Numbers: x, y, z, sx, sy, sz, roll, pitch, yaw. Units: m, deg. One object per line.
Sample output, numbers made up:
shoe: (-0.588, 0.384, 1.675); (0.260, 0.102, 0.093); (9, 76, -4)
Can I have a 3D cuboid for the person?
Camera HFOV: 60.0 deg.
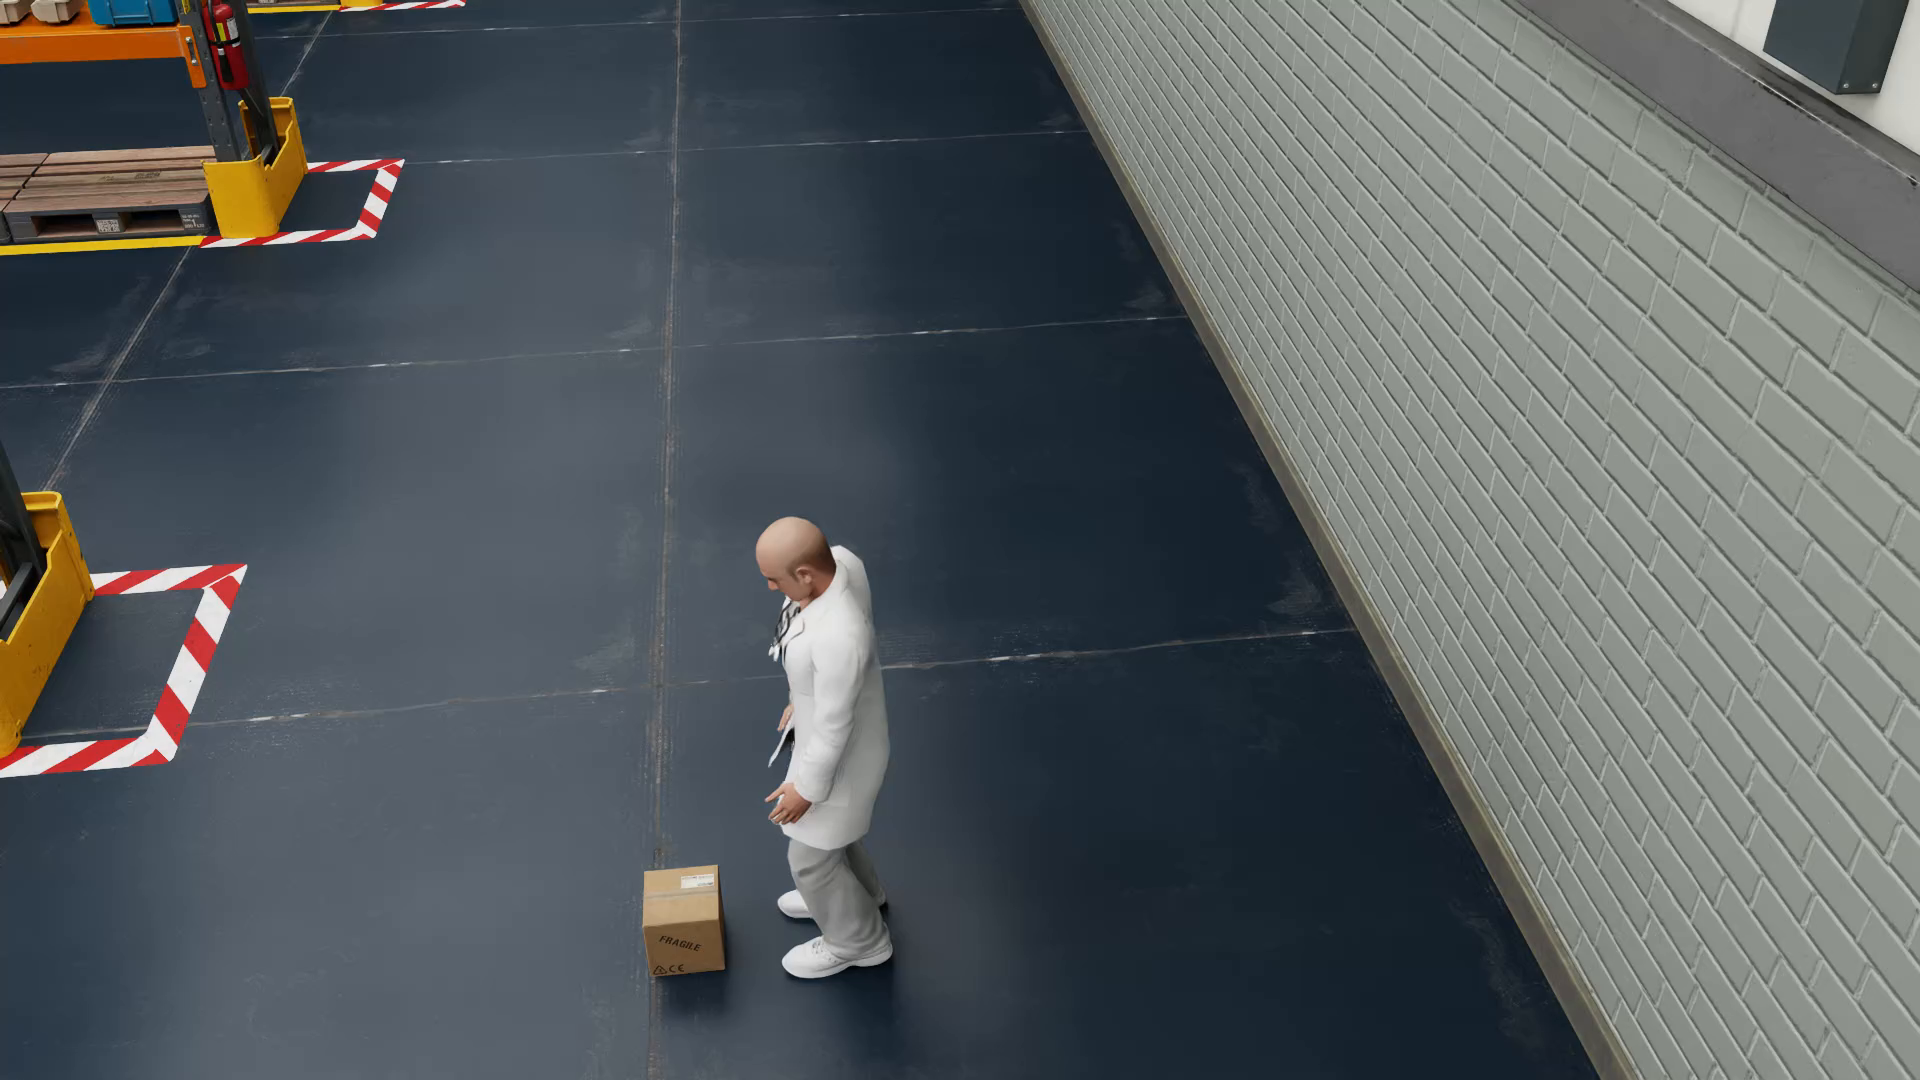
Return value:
person: (-0.421, 0.662, 5.234); (0.401, 1.739, 0.583); (-4, 34, -5)
